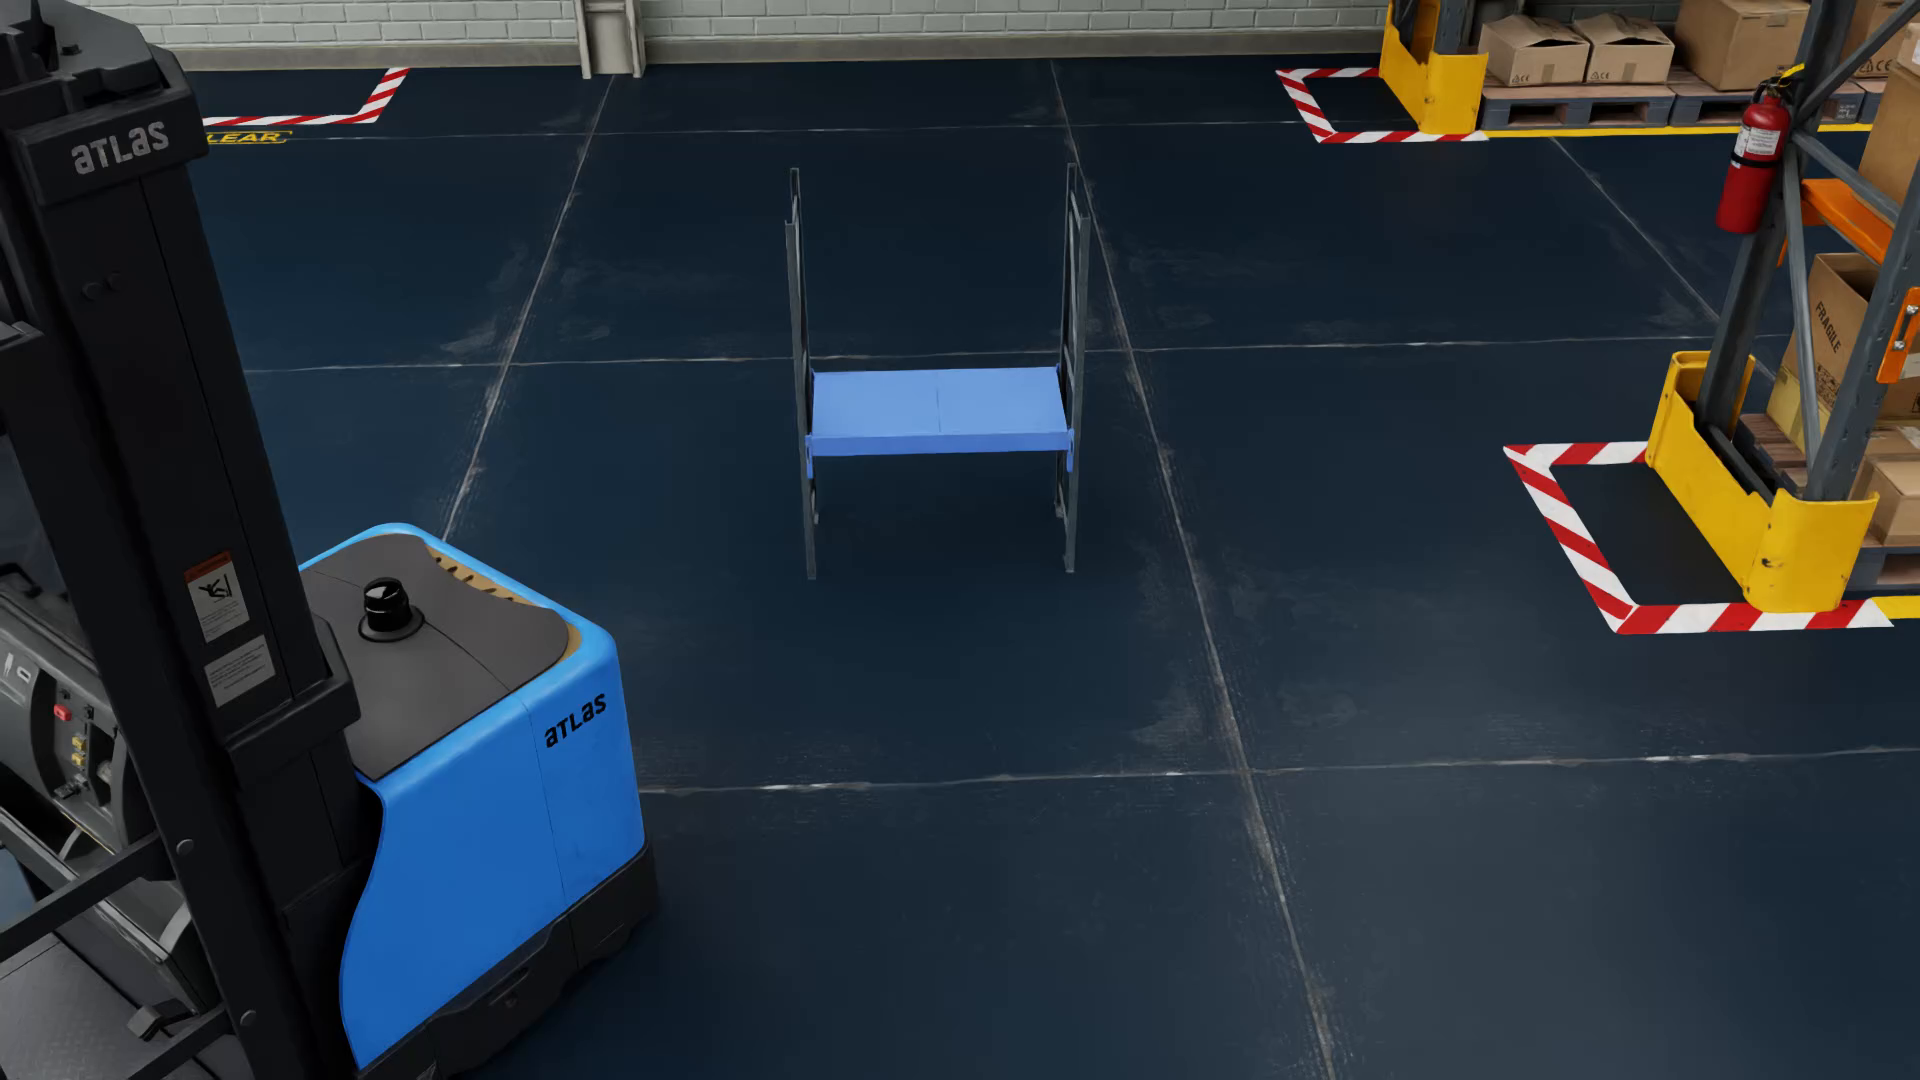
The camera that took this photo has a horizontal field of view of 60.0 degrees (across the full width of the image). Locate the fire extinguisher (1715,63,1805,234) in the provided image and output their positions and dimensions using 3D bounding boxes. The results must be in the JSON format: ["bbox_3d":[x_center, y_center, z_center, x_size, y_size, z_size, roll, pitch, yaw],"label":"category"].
[{"bbox_3d":[3.068,-1.519,6.377,0.183,0.674,0.296,-2,35,-2],"label":"fire extinguisher"}]

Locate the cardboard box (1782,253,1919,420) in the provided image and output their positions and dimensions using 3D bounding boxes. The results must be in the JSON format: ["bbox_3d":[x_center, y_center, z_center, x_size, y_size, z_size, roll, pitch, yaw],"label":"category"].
[{"bbox_3d":[3.730,-0.824,6.693,0.500,0.500,0.500,-2,35,-2],"label":"cardboard box"}]

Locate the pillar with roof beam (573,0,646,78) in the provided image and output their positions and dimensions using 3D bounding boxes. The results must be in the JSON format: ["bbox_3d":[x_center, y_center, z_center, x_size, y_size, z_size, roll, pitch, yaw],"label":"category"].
[{"bbox_3d":[-2.161,-4.474,5.308,0.400,9.000,9.100,-2,35,-2],"label":"pillar with roof beam"}]

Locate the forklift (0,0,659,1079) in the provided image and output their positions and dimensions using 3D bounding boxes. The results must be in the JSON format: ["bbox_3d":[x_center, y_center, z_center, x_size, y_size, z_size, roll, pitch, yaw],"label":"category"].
[{"bbox_3d":[-2.213,0.433,3.549,1.130,2.935,3.031,24,41,30],"label":"forklift"}]

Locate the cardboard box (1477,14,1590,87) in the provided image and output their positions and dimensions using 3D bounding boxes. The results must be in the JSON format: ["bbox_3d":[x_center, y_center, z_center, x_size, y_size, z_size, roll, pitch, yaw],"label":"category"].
[{"bbox_3d":[3.666,-3.149,10.640,0.500,0.311,0.500,-5,35,-8],"label":"cardboard box"}]

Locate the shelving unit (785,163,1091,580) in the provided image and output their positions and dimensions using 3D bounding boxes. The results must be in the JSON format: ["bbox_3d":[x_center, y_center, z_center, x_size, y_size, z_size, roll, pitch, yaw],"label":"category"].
[{"bbox_3d":[-0.085,-0.614,6.320,1.048,1.500,0.538,-2,35,-2],"label":"shelving unit"}]

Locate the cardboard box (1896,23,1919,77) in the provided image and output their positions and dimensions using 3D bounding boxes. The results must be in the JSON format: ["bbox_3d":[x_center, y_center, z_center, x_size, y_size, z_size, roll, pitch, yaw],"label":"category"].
[{"bbox_3d":[3.581,-1.716,5.937,0.250,0.149,0.380,-2,35,-3],"label":"cardboard box"}]

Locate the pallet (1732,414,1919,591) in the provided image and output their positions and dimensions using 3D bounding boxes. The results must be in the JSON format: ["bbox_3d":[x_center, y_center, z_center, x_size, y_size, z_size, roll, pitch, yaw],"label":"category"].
[{"bbox_3d":[3.970,-0.188,6.836,1.213,0.211,1.003,-2,35,-2],"label":"pallet"}]

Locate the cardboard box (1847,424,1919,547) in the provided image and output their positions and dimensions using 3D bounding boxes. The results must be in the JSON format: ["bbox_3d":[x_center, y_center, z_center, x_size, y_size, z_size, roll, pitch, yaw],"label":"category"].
[{"bbox_3d":[3.755,-0.220,6.479,0.500,0.250,0.500,-2,35,-2],"label":"cardboard box"}]

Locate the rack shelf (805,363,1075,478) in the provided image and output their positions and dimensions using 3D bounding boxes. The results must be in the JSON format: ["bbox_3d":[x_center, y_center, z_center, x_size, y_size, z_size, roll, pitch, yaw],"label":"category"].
[{"bbox_3d":[-0.085,-0.467,6.422,1.000,0.185,0.538,-2,35,-2],"label":"rack shelf"}]

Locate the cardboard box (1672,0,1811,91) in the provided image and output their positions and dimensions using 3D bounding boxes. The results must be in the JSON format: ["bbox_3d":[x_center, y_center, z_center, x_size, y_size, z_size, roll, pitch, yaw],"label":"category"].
[{"bbox_3d":[4.970,-3.233,10.596,0.500,0.500,0.700,-4,35,-5],"label":"cardboard box"}]

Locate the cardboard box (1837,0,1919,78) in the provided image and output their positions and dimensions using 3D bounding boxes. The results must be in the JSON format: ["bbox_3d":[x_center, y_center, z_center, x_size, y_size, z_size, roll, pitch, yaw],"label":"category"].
[{"bbox_3d":[5.931,-3.316,10.715,0.500,0.500,0.500,-4,35,-6],"label":"cardboard box"}]

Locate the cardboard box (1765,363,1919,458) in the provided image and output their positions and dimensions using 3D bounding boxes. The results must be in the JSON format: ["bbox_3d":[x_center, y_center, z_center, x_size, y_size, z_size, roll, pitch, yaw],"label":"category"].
[{"bbox_3d":[3.730,-0.514,6.905,0.500,0.250,0.500,-2,35,-2],"label":"cardboard box"}]

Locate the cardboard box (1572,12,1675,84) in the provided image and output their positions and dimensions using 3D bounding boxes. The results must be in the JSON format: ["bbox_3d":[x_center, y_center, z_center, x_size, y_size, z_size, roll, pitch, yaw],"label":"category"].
[{"bbox_3d":[4.235,-3.164,10.662,0.500,0.311,0.500,1,35,2],"label":"cardboard box"}]

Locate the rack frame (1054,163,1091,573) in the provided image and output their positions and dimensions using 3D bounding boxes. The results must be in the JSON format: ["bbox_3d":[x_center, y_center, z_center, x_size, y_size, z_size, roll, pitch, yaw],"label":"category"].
[{"bbox_3d":[0.423,-0.628,6.340,0.032,1.500,0.500,-2,35,-2],"label":"rack frame"}]

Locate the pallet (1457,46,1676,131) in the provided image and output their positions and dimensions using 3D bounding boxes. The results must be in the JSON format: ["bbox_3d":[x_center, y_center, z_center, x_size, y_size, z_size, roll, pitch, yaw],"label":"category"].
[{"bbox_3d":[3.859,-2.963,10.846,1.213,0.211,1.003,-2,35,-2],"label":"pallet"}]

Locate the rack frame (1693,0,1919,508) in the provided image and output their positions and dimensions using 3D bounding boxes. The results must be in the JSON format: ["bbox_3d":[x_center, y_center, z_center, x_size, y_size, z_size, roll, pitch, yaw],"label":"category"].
[{"bbox_3d":[3.209,-1.290,5.978,0.127,3.000,1.000,-2,35,-2],"label":"rack frame"}]

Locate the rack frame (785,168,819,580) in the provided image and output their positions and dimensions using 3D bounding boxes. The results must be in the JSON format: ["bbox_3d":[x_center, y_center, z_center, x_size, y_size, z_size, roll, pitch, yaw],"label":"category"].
[{"bbox_3d":[-0.593,-0.601,6.300,0.032,1.500,0.500,-2,35,-2],"label":"rack frame"}]

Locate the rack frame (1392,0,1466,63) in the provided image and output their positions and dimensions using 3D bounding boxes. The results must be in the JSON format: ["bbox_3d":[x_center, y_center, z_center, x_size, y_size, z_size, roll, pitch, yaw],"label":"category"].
[{"bbox_3d":[2.970,-4.106,10.047,0.127,3.000,1.000,-2,35,-2],"label":"rack frame"}]

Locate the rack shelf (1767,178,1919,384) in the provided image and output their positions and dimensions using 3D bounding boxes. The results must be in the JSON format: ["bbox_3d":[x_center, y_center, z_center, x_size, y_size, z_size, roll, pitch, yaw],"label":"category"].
[{"bbox_3d":[5.206,-1.048,6.261,4.000,0.370,1.077,-2,35,-2],"label":"rack shelf"}]

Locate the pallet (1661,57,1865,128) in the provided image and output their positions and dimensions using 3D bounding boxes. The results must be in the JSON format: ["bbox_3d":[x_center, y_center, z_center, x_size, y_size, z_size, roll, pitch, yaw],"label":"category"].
[{"bbox_3d":[5.075,-2.994,10.891,1.213,0.211,1.003,-2,35,-2],"label":"pallet"}]

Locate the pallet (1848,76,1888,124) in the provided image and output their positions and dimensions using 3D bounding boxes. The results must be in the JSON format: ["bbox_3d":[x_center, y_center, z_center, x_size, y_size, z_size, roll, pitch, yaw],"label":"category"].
[{"bbox_3d":[6.297,-3.029,10.941,1.213,0.211,1.003,-2,35,-2],"label":"pallet"}]

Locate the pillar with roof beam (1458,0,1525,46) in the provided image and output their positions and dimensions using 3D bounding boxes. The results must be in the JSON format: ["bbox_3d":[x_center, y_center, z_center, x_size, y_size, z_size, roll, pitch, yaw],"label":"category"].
[{"bbox_3d":[3.832,-4.636,5.541,0.400,9.000,9.100,-2,35,-2],"label":"pillar with roof beam"}]

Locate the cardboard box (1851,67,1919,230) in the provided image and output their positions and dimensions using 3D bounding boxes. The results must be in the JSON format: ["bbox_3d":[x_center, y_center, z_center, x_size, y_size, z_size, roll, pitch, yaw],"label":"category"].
[{"bbox_3d":[3.675,-1.336,5.957,0.500,0.500,0.700,-2,35,-2],"label":"cardboard box"}]

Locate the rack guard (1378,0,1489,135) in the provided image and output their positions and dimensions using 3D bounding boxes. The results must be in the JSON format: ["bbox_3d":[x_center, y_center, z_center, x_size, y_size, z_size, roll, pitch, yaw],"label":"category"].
[{"bbox_3d":[3.046,-3.080,10.761,0.348,0.500,1.175,-2,35,-2],"label":"rack guard"}]

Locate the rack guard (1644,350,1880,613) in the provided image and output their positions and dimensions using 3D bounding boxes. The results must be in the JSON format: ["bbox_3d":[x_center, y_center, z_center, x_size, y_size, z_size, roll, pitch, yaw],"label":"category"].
[{"bbox_3d":[3.185,-0.261,6.689,0.348,0.500,1.175,-2,35,-2],"label":"rack guard"}]
